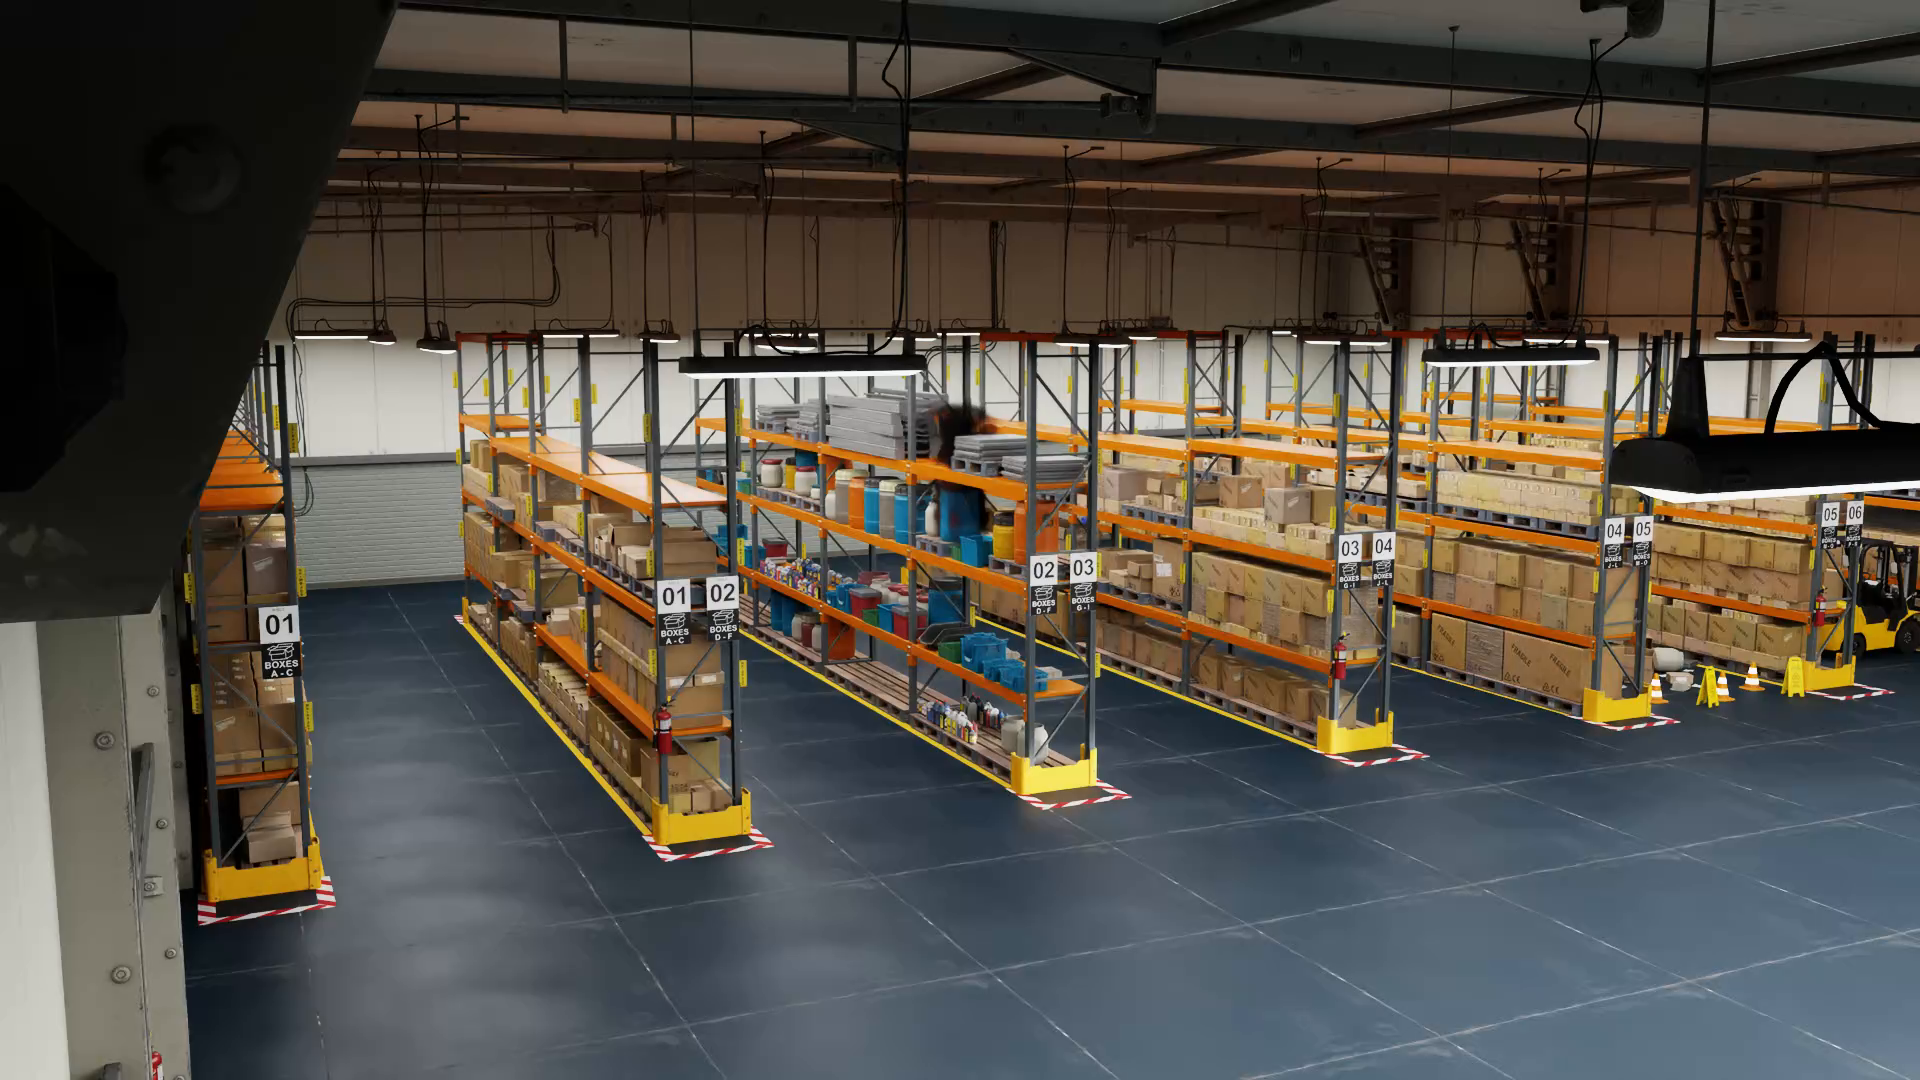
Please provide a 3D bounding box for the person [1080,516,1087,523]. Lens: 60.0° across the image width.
[{"bbox_3d":[3.237,-0.147,41.973,0.579,1.693,0.850,6,10,38],"label":"person"}]
